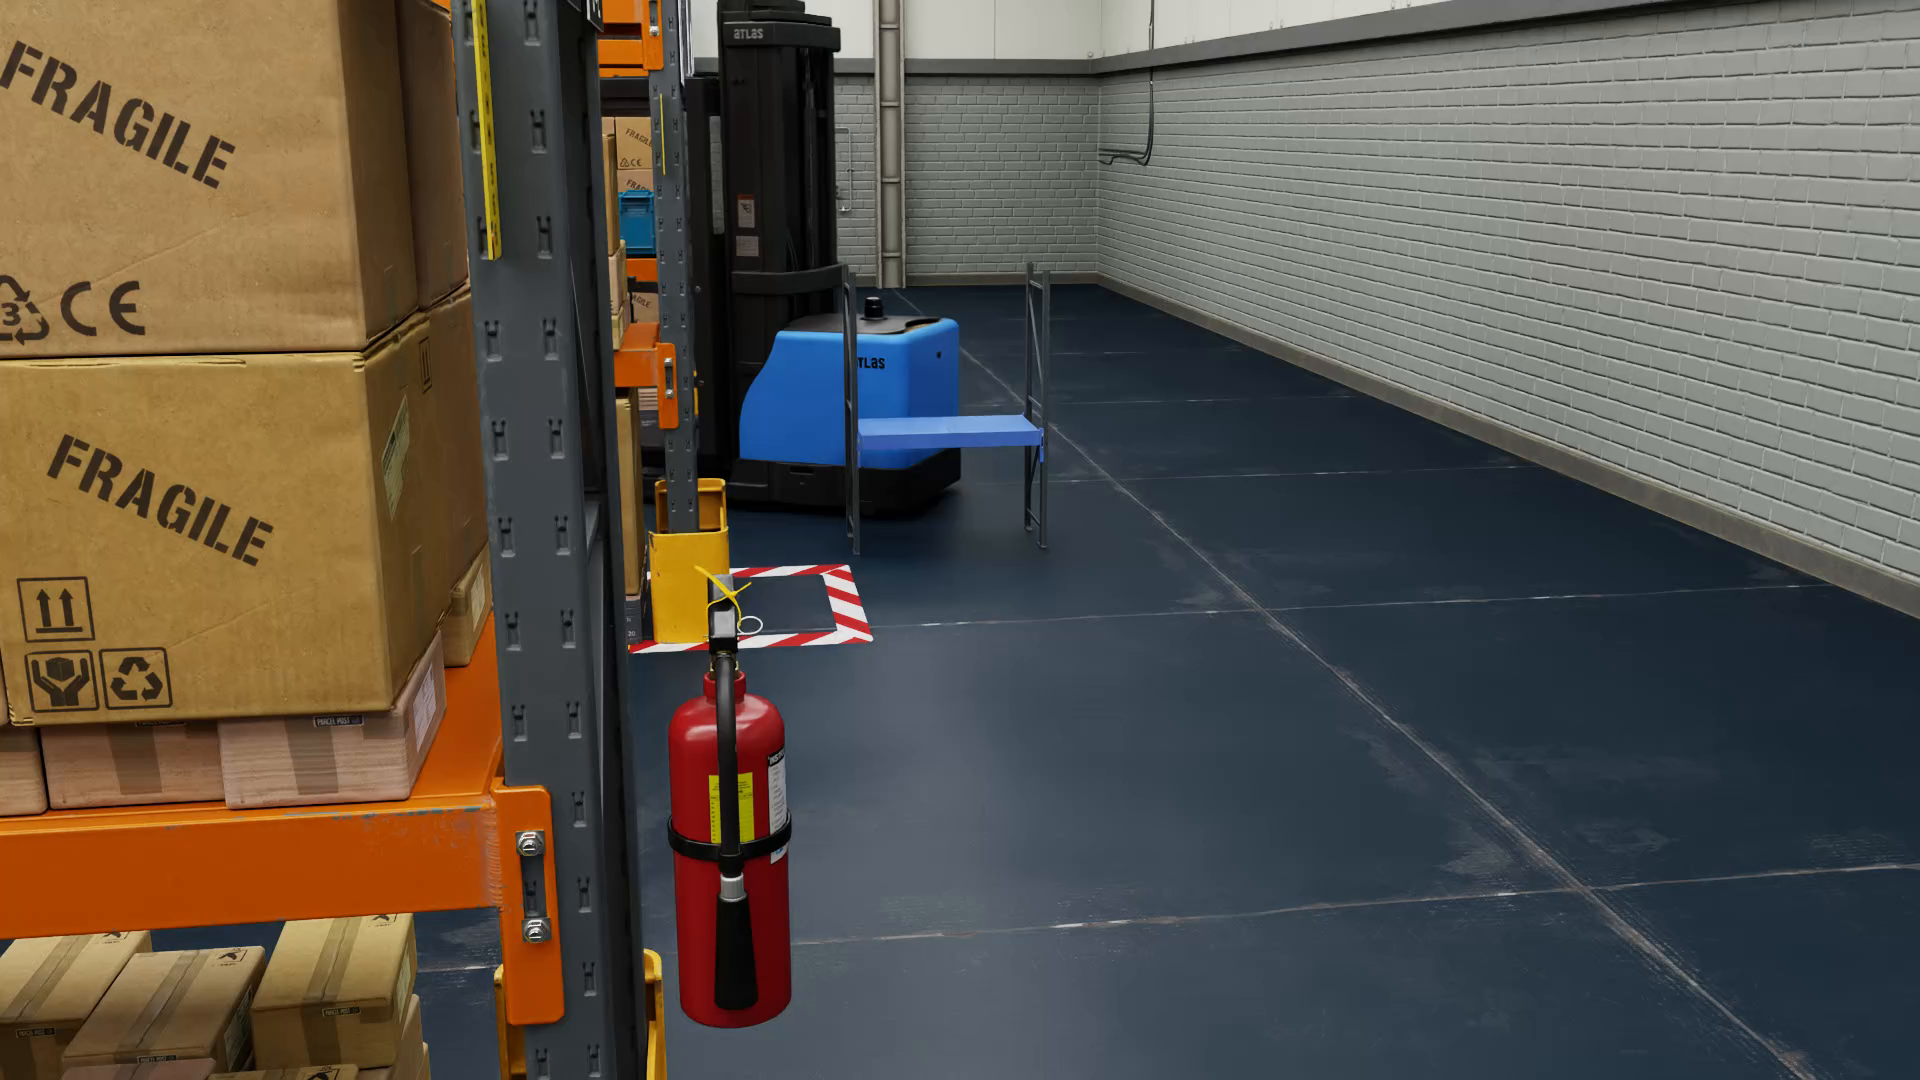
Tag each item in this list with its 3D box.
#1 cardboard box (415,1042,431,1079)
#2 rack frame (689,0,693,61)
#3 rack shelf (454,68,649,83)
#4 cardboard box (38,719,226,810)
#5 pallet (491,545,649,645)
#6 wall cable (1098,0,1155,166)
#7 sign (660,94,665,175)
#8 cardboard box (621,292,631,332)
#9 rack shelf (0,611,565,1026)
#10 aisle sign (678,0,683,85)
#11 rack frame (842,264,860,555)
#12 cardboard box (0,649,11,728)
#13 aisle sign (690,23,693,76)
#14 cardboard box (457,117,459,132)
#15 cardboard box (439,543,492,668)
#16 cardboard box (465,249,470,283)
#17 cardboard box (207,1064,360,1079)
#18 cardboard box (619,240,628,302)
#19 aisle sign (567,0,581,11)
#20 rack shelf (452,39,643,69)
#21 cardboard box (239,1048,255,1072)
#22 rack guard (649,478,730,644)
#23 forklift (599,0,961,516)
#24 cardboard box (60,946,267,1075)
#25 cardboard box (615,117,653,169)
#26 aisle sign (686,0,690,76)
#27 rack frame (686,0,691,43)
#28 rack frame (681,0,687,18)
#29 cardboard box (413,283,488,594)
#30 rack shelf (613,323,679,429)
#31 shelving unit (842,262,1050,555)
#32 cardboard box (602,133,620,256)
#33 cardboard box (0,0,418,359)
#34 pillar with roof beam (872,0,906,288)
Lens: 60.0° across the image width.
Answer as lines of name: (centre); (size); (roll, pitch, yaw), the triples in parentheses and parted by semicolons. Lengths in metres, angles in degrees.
cardboard box: (-1.226, 1.181, 3.342); (0.250, 0.149, 0.380); (-2, 14, -7)
rack frame: (-3.513, -7.621, 21.110); (0.127, 3.000, 1.000); (-2, 14, -8)
rack shelf: (-4.749, -4.553, 16.523); (4.000, 0.370, 1.077); (-2, 14, -8)
cardboard box: (-1.192, 0.262, 2.527); (0.250, 0.149, 0.380); (-2, 14, -8)
pallet: (-2.078, 0.264, 7.735); (1.213, 0.211, 1.003); (-2, 14, -8)
wall cable: (2.133, -6.234, 21.962); (0.112, 2.526, 3.097); (-2, 14, -8)
sign: (-1.232, -1.682, 6.895); (0.005, 0.325, 0.100); (-2, 14, -8)
cardboard box: (-1.699, -1.081, 7.883); (0.250, 0.149, 0.380); (-2, 14, -8)
rack shelf: (-2.638, 0.482, 2.613); (4.000, 0.370, 1.077); (-2, 14, -8)
aisle sign: (-1.183, -2.328, 6.993); (0.004, 0.787, 0.394); (-2, 14, -8)
rack frame: (-0.587, -0.706, 8.954); (0.032, 1.500, 0.500); (-2, 14, -8)
cardboard box: (-1.576, -0.037, 2.385); (0.500, 0.500, 0.500); (-2, 14, -9)
aisle sign: (-2.658, -4.709, 16.489); (0.004, 0.787, 0.394); (-2, 14, -8)
cardboard box: (-4.690, -3.914, 16.400); (0.500, 0.500, 0.500); (-2, 14, -7)
cardboard box: (-1.029, 0.115, 3.113); (0.250, 0.149, 0.380); (-2, 14, -9)
cardboard box: (-2.241, -1.108, 7.172); (0.500, 0.250, 0.500); (-2, 14, -9)
cardboard box: (-1.146, 1.031, 2.719); (0.250, 0.149, 0.380); (-2, 14, -8)
cardboard box: (-1.814, -1.255, 7.758); (0.500, 0.250, 0.500); (-2, 14, -10)
aisle sign: (-0.543, -1.131, 2.221); (0.004, 0.787, 0.394); (-2, 14, -8)
rack shelf: (-4.015, -3.361, 11.771); (4.000, 0.370, 1.077); (-2, 14, -8)
cardboard box: (-1.496, 1.049, 3.260); (0.250, 0.149, 0.380); (-2, 14, -9)
rack guard: (-1.275, 0.075, 7.894); (0.348, 0.500, 1.175); (-2, 14, -8)
forklift: (-1.565, -1.759, 10.211); (3.031, 2.935, 1.130); (5, 15, 19)
cardboard box: (-1.484, 0.927, 3.133); (0.250, 0.149, 0.380); (-2, 14, -7)
cardboard box: (-3.170, -3.971, 16.627); (0.500, 0.500, 0.500); (-2, 14, -9)
aisle sign: (-1.922, -3.521, 11.751); (0.004, 0.787, 0.394); (-2, 14, -8)
rack frame: (-2.771, -6.429, 16.359); (0.127, 3.000, 1.000); (-2, 14, -8)
rack frame: (-2.037, -5.238, 11.608); (0.127, 3.000, 1.000); (-2, 14, -8)
cardboard box: (-1.145, -0.183, 2.967); (0.500, 0.500, 0.500); (-1, 14, -6)
rack shelf: (-3.277, -0.715, 7.385); (4.000, 0.370, 1.077); (-2, 14, -8)
shelving unit: (-0.084, -0.724, 9.027); (1.048, 1.500, 0.538); (-2, 14, -8)
cardboard box: (-1.742, -1.491, 7.155); (0.500, 0.500, 0.500); (-2, 14, -8)
cardboard box: (-1.076, -0.541, 2.340); (0.500, 0.500, 0.500); (-2, 14, -9)
pillar with roof beam: (-0.331, -6.891, 18.201); (0.400, 9.000, 9.100); (-2, 14, -8)
